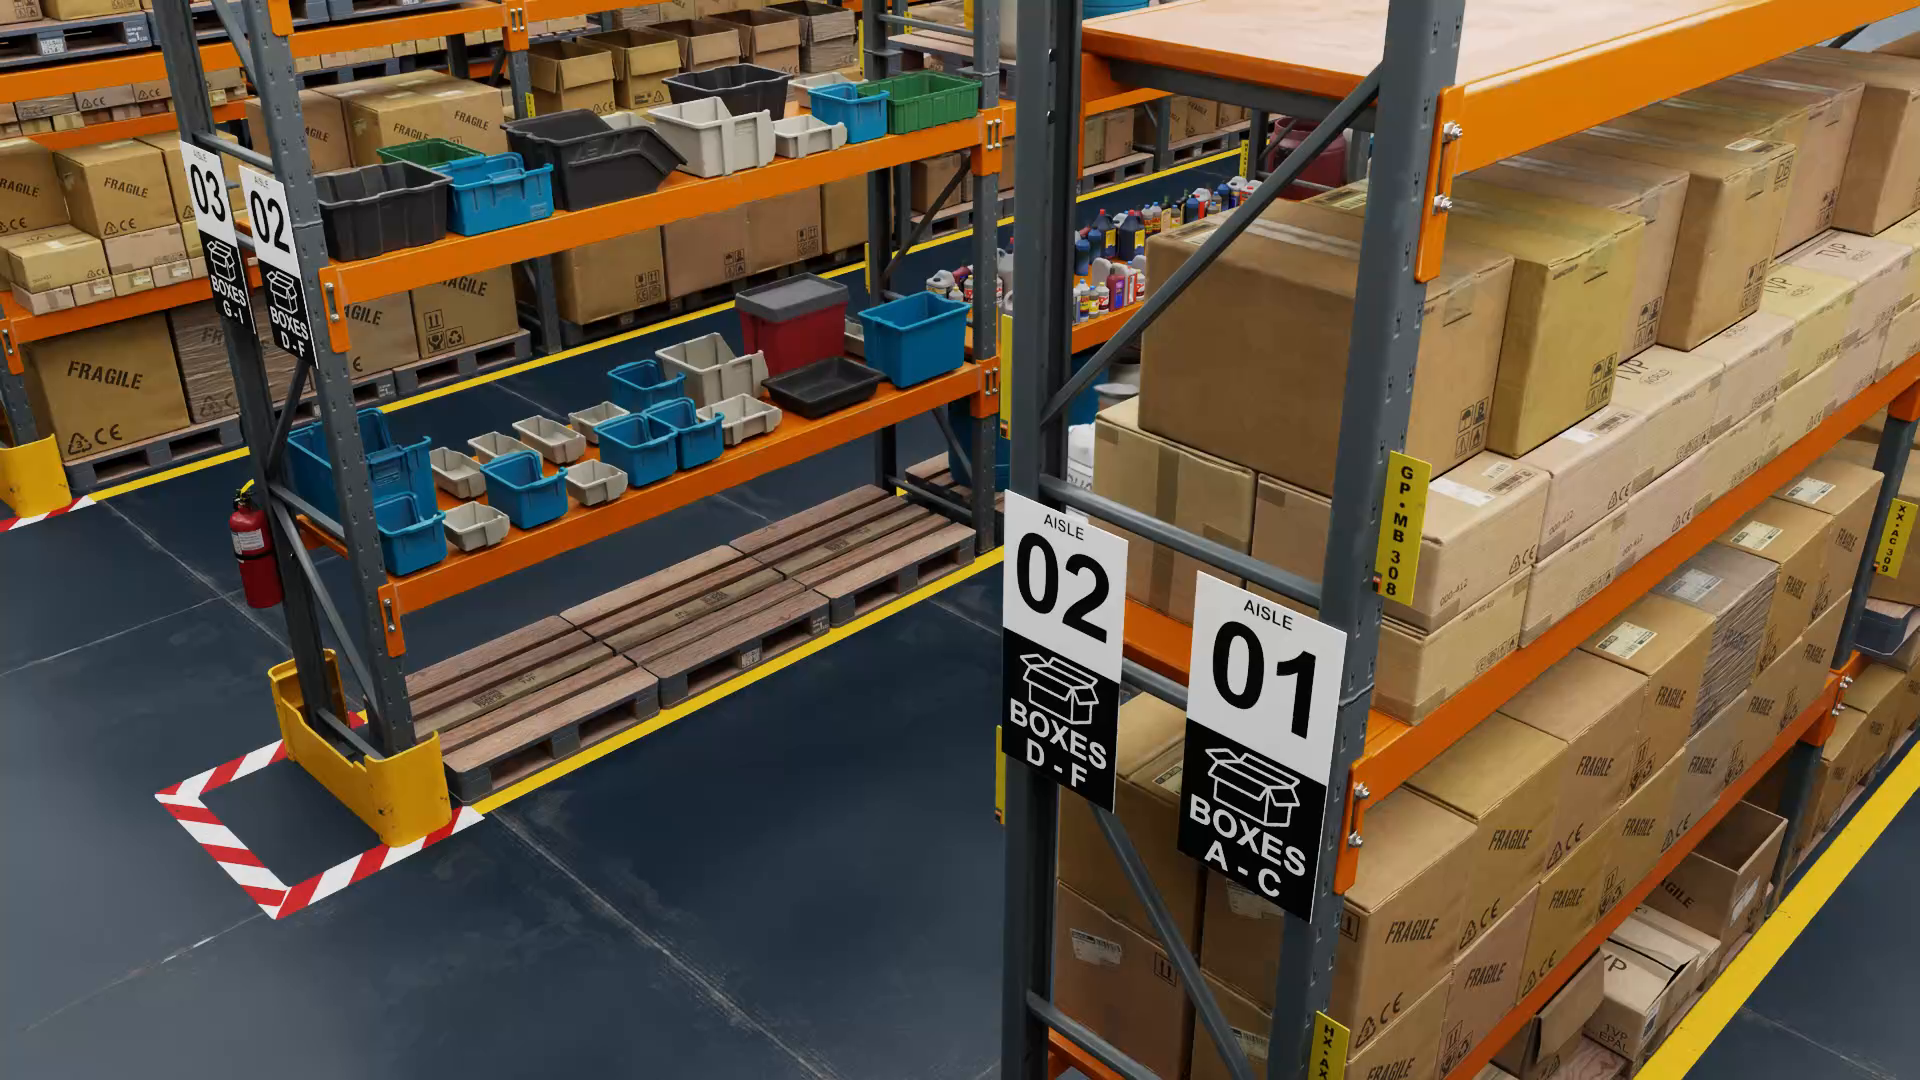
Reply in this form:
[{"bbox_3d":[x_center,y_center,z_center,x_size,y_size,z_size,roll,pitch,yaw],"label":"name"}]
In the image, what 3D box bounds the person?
[{"bbox_3d":[0.770,0.033,8.924,0.582,1.820,0.562,24,36,38],"label":"person"}]
